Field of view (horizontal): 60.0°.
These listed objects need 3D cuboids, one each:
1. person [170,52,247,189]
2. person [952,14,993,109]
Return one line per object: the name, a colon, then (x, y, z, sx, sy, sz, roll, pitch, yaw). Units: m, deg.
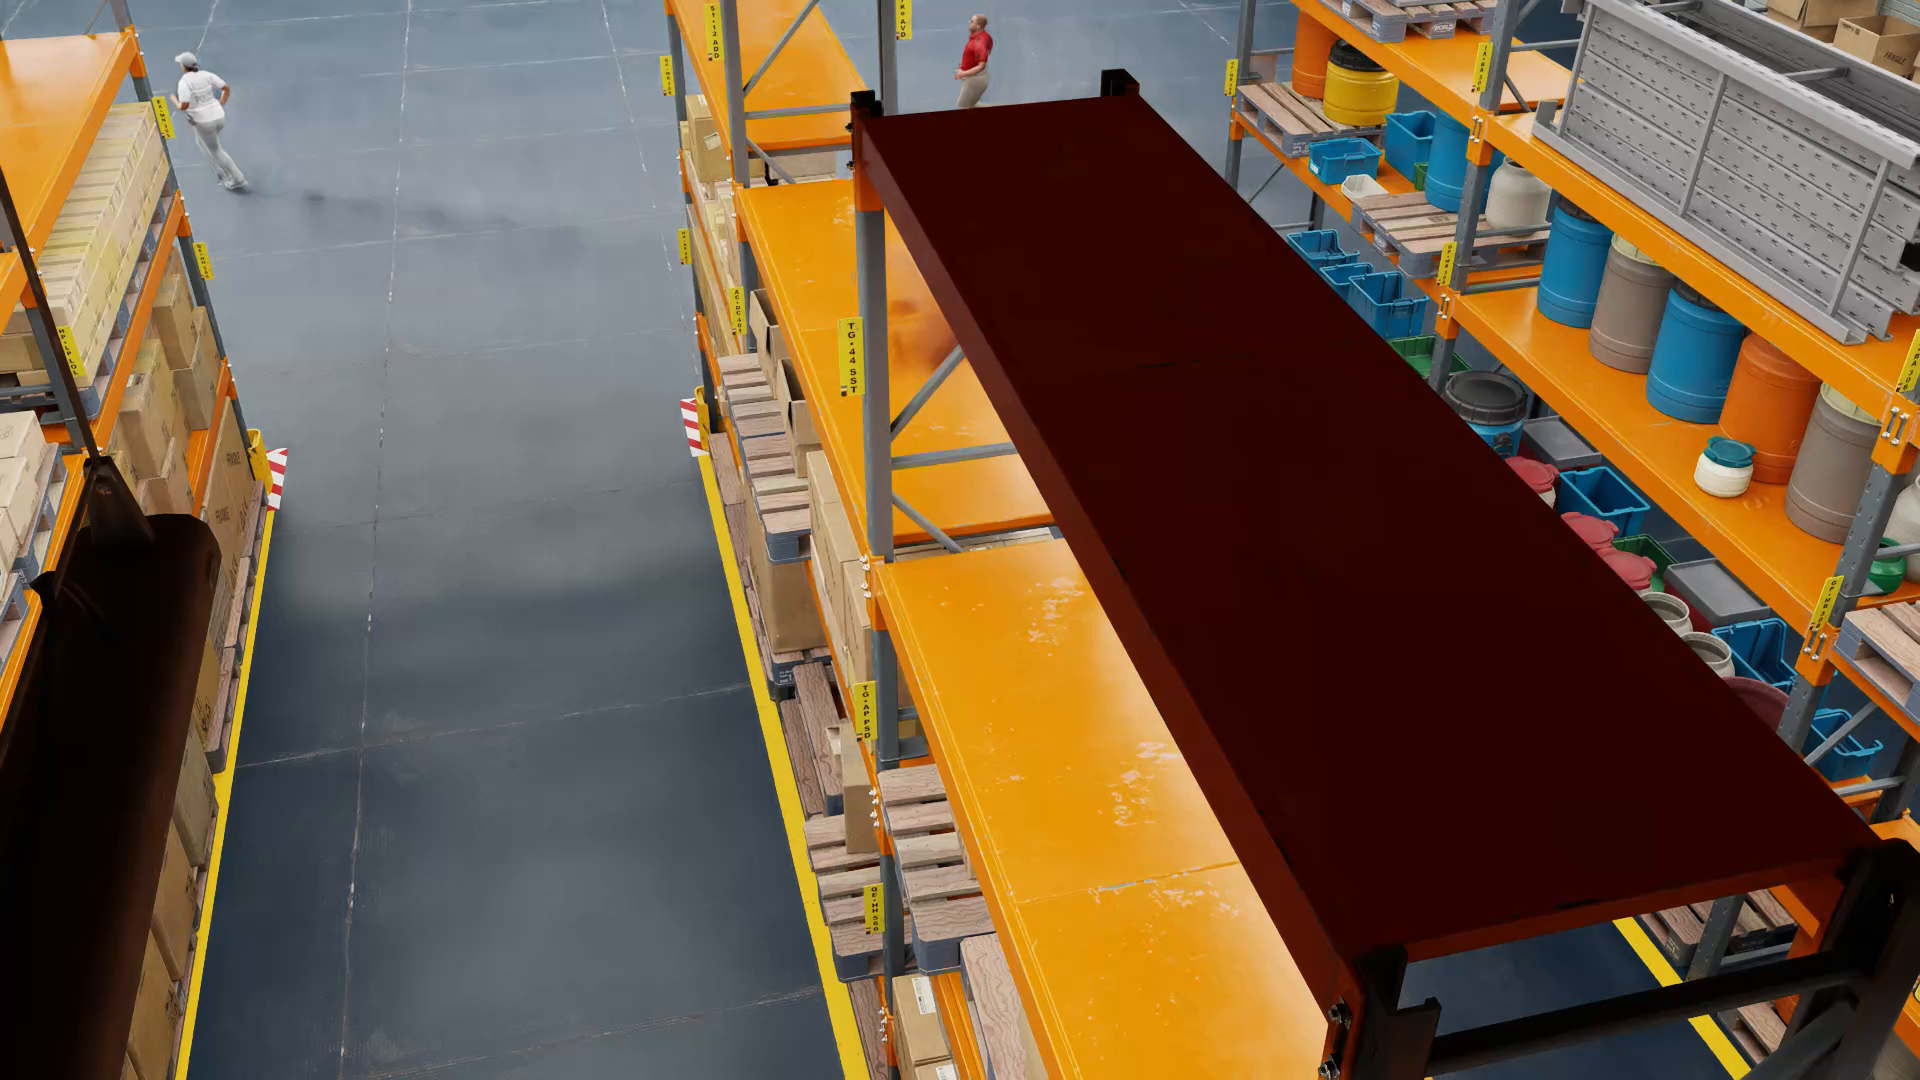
person: (-9.030, -4.969, 19.921, 0.726, 1.726, 0.572, 10, 36, 15)
person: (0.234, -5.852, 21.149, 0.628, 1.673, 0.661, 4, 35, 5)
